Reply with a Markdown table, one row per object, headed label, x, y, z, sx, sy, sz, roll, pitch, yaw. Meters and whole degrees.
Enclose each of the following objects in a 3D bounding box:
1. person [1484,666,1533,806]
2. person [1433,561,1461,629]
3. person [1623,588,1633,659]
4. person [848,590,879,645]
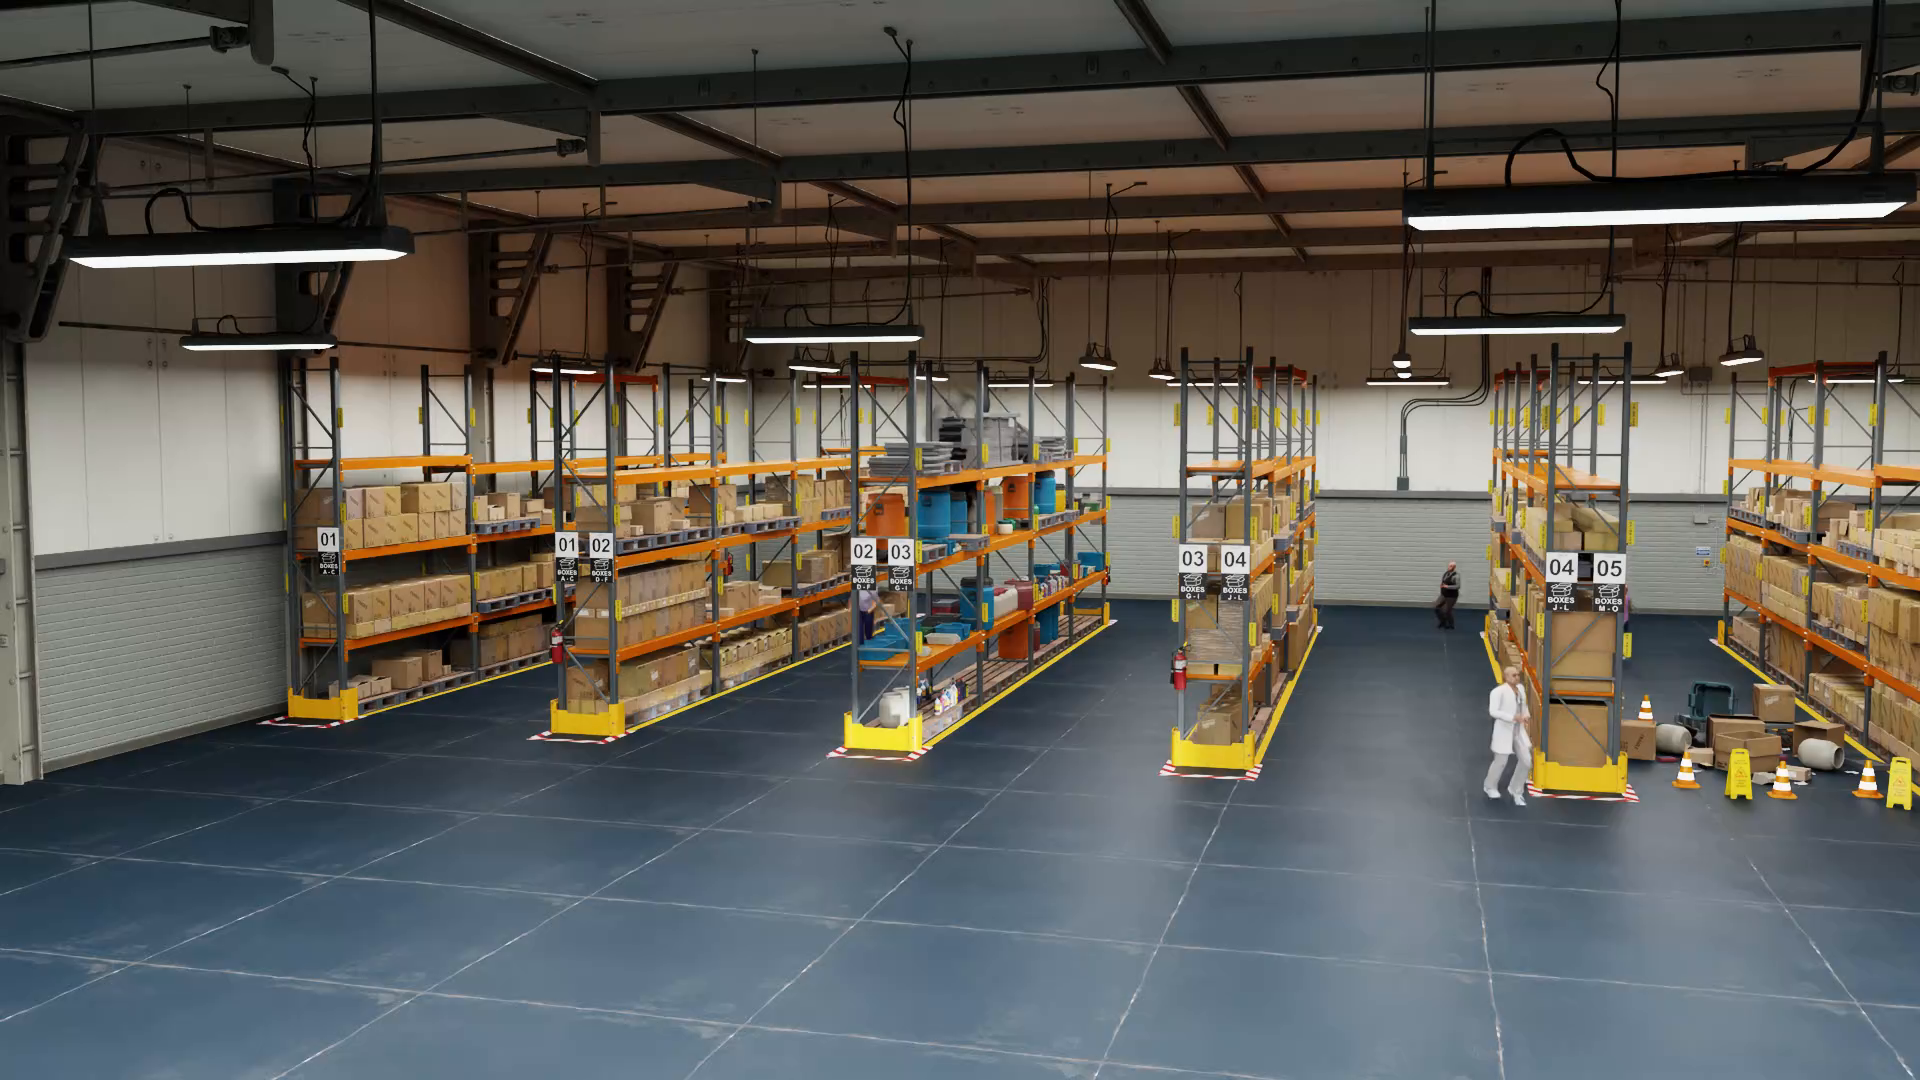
| label | x | y | z | sx | sy | sz | roll | pitch | yaw |
| --- | --- | --- | --- | --- | --- | --- | --- | --- | --- |
| person | 7.146 | 2.553 | 21.581 | 0.731 | 1.848 | 0.813 | -1 | 4 | -20 |
| person | 11.507 | 1.319 | 39.099 | 0.630 | 1.661 | 0.784 | -2 | 5 | -23 |
| person | 13.713 | 1.673 | 34.609 | 0.560 | 1.555 | 0.745 | 1 | 4 | 19 |
| person | -1.888 | 1.528 | 32.531 | 0.630 | 1.679 | 0.702 | 0 | 4 | 3 |
